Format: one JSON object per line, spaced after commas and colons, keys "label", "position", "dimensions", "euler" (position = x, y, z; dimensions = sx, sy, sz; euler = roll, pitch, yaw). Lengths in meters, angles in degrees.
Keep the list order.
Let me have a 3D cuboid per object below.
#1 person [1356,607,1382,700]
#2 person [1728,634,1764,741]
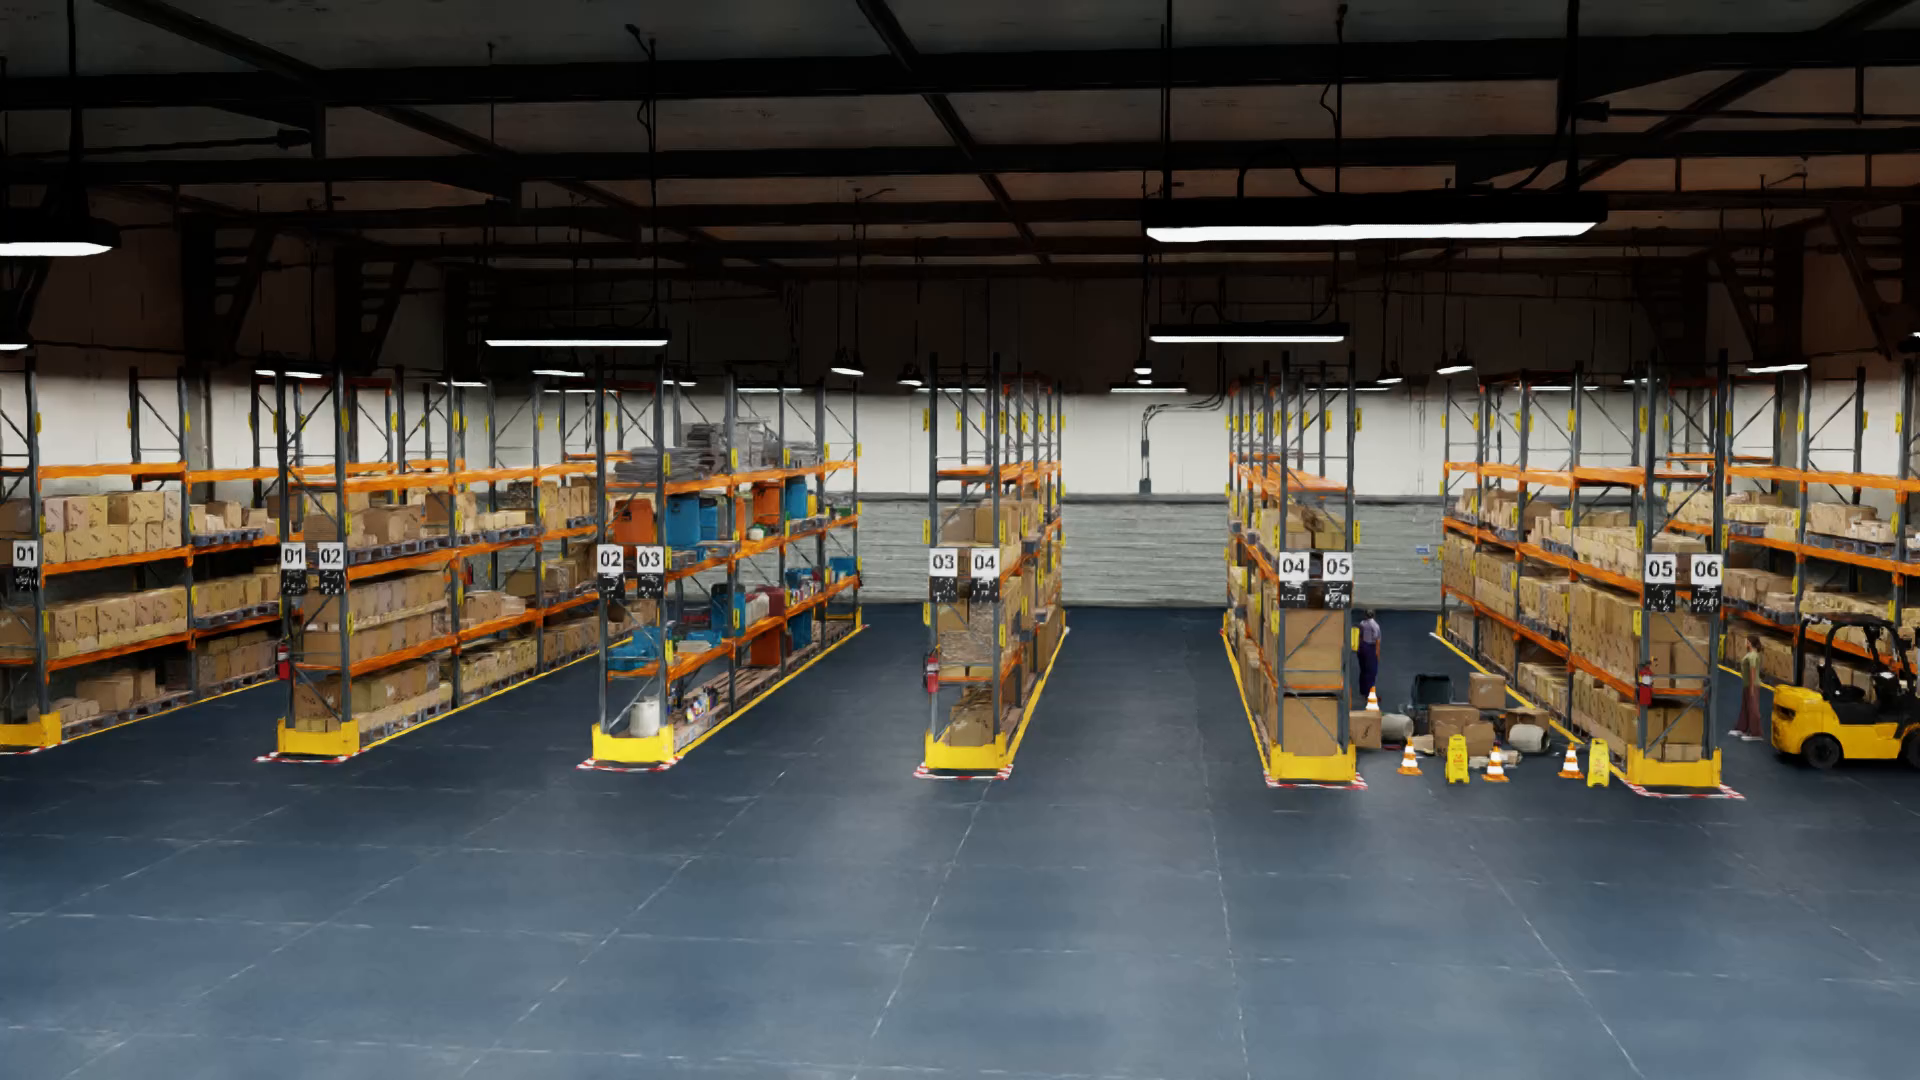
{"label": "person", "position": [7.437, 2.041, 30.107], "dimensions": [0.429, 1.653, 0.530], "euler": [-2, 4, -25]}
{"label": "person", "position": [12.421, 2.304, 26.241], "dimensions": [0.521, 1.669, 0.533], "euler": [2, 5, 31]}
